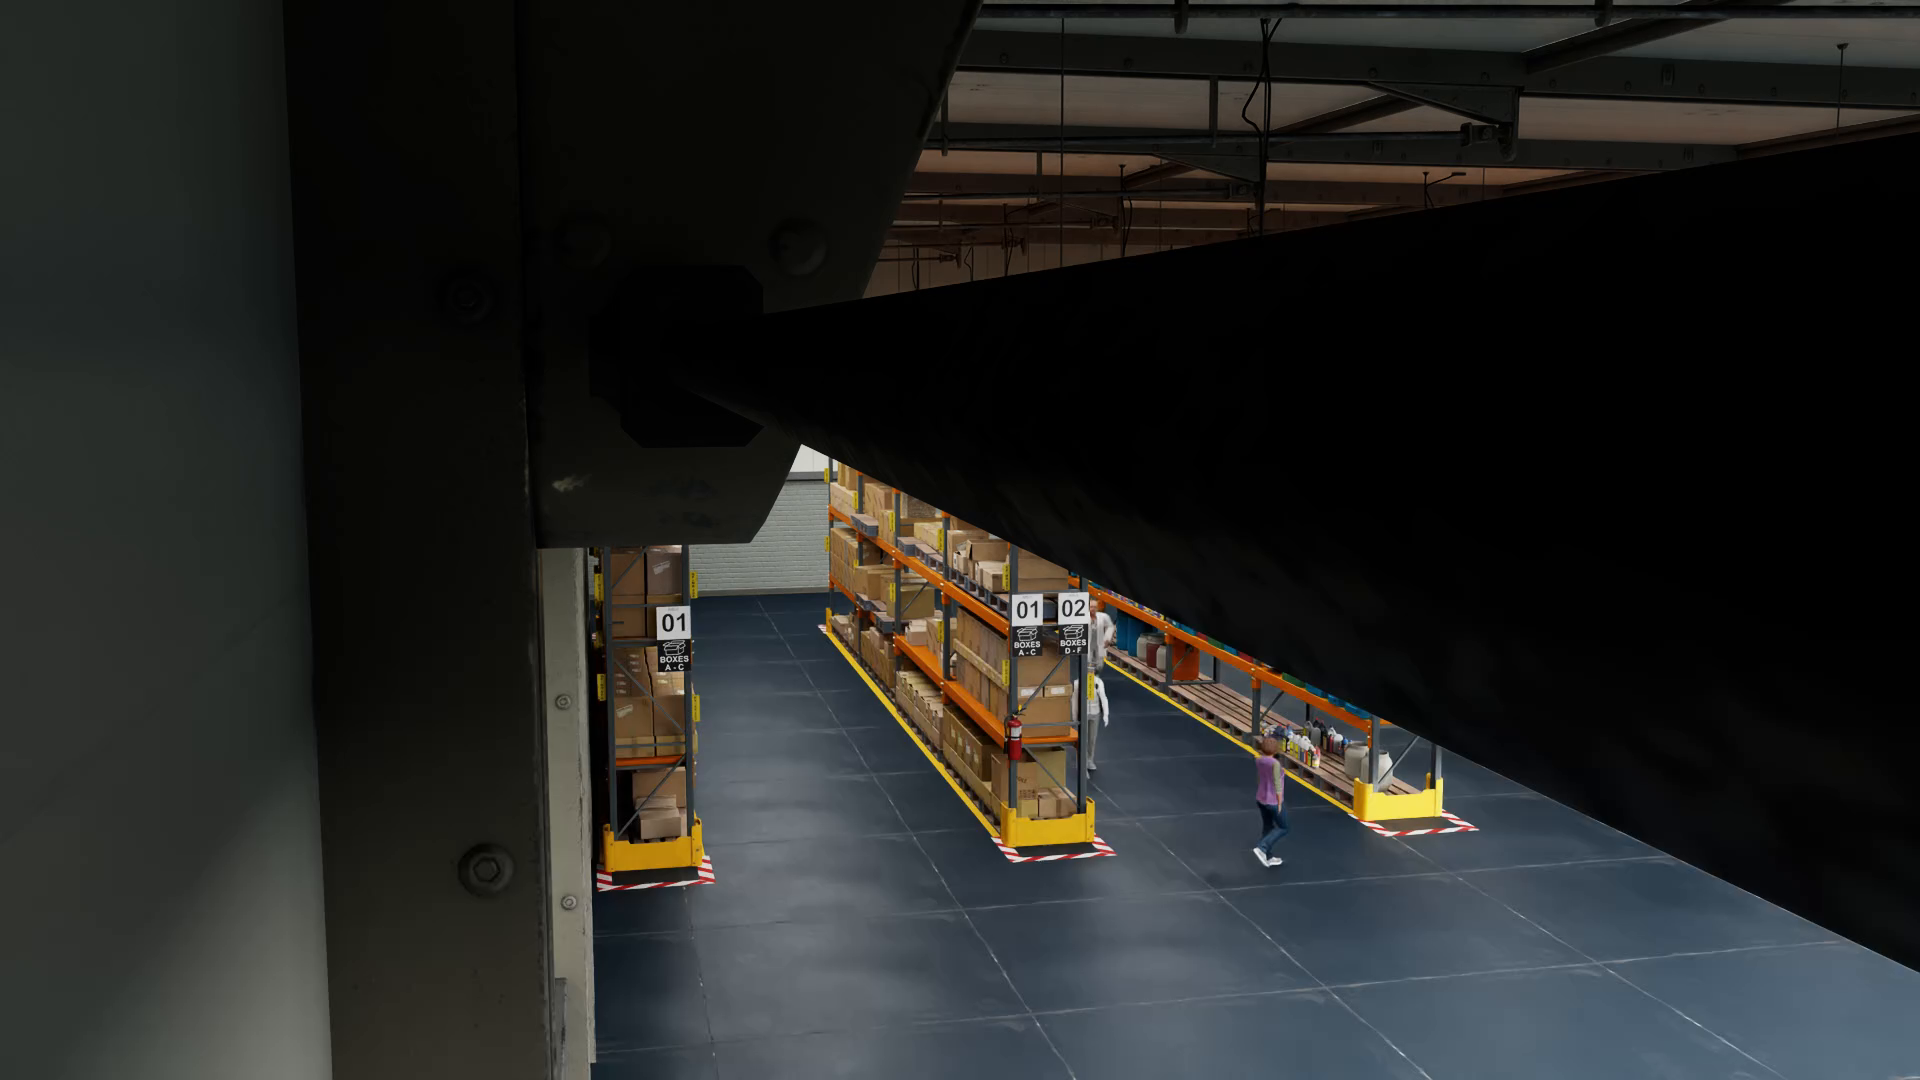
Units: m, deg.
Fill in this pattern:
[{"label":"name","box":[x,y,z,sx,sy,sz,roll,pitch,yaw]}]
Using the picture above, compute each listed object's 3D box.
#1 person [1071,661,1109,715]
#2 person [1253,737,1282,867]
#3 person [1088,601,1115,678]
[{"label":"person","box":[1.913,2.180,24.471,0.535,0.825,0.347,0,7,-3]},{"label":"person","box":[3.695,3.159,19.995,0.521,1.594,0.437,-4,8,-30]},{"label":"person","box":[2.431,1.917,30.237,0.752,1.689,0.646,0,7,-1]}]
